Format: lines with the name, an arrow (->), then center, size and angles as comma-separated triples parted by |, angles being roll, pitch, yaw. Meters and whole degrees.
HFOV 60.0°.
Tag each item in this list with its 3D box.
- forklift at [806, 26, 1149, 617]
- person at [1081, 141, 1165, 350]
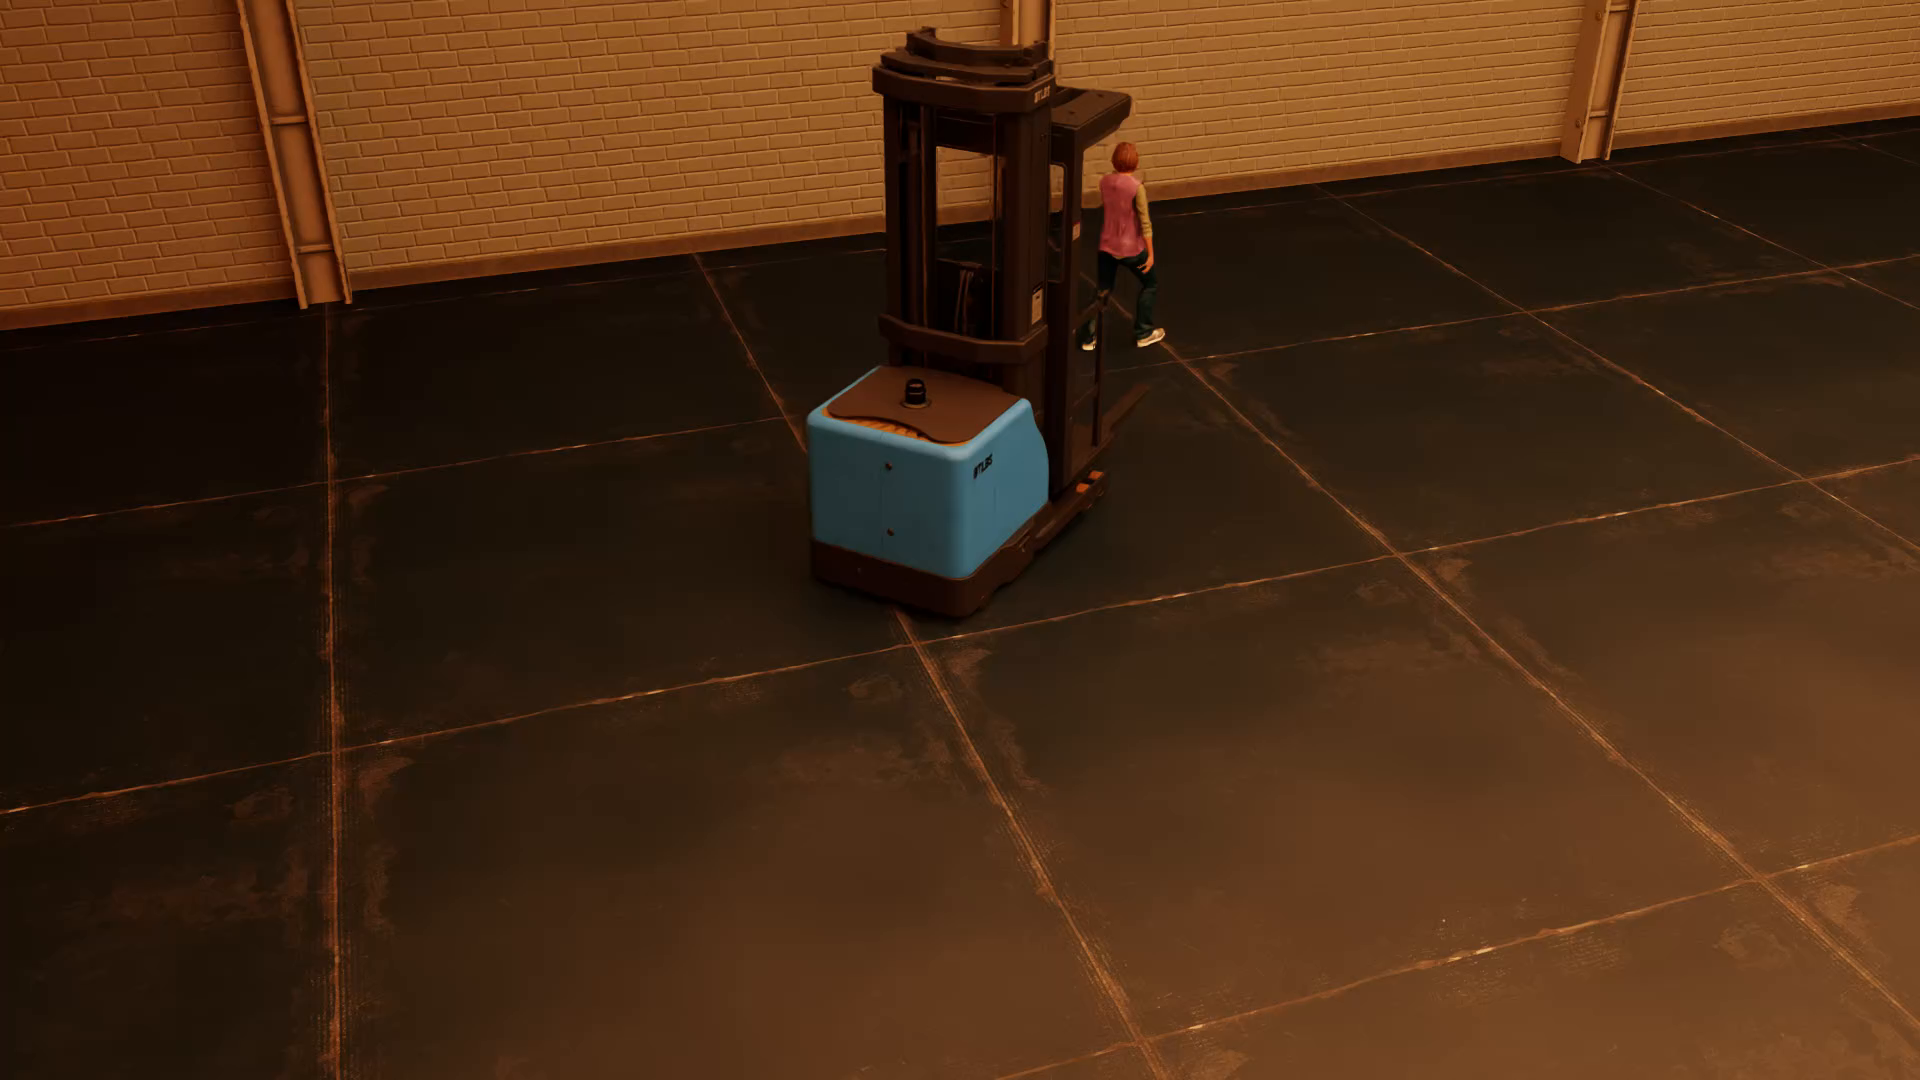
forklift -> 0.286, -1.554, 9.787 | 1.130, 2.935, 3.031 | 15, 33, 24
person -> 1.220, -2.144, 12.208 | 0.527, 1.549, 0.617 | 22, 36, 33
